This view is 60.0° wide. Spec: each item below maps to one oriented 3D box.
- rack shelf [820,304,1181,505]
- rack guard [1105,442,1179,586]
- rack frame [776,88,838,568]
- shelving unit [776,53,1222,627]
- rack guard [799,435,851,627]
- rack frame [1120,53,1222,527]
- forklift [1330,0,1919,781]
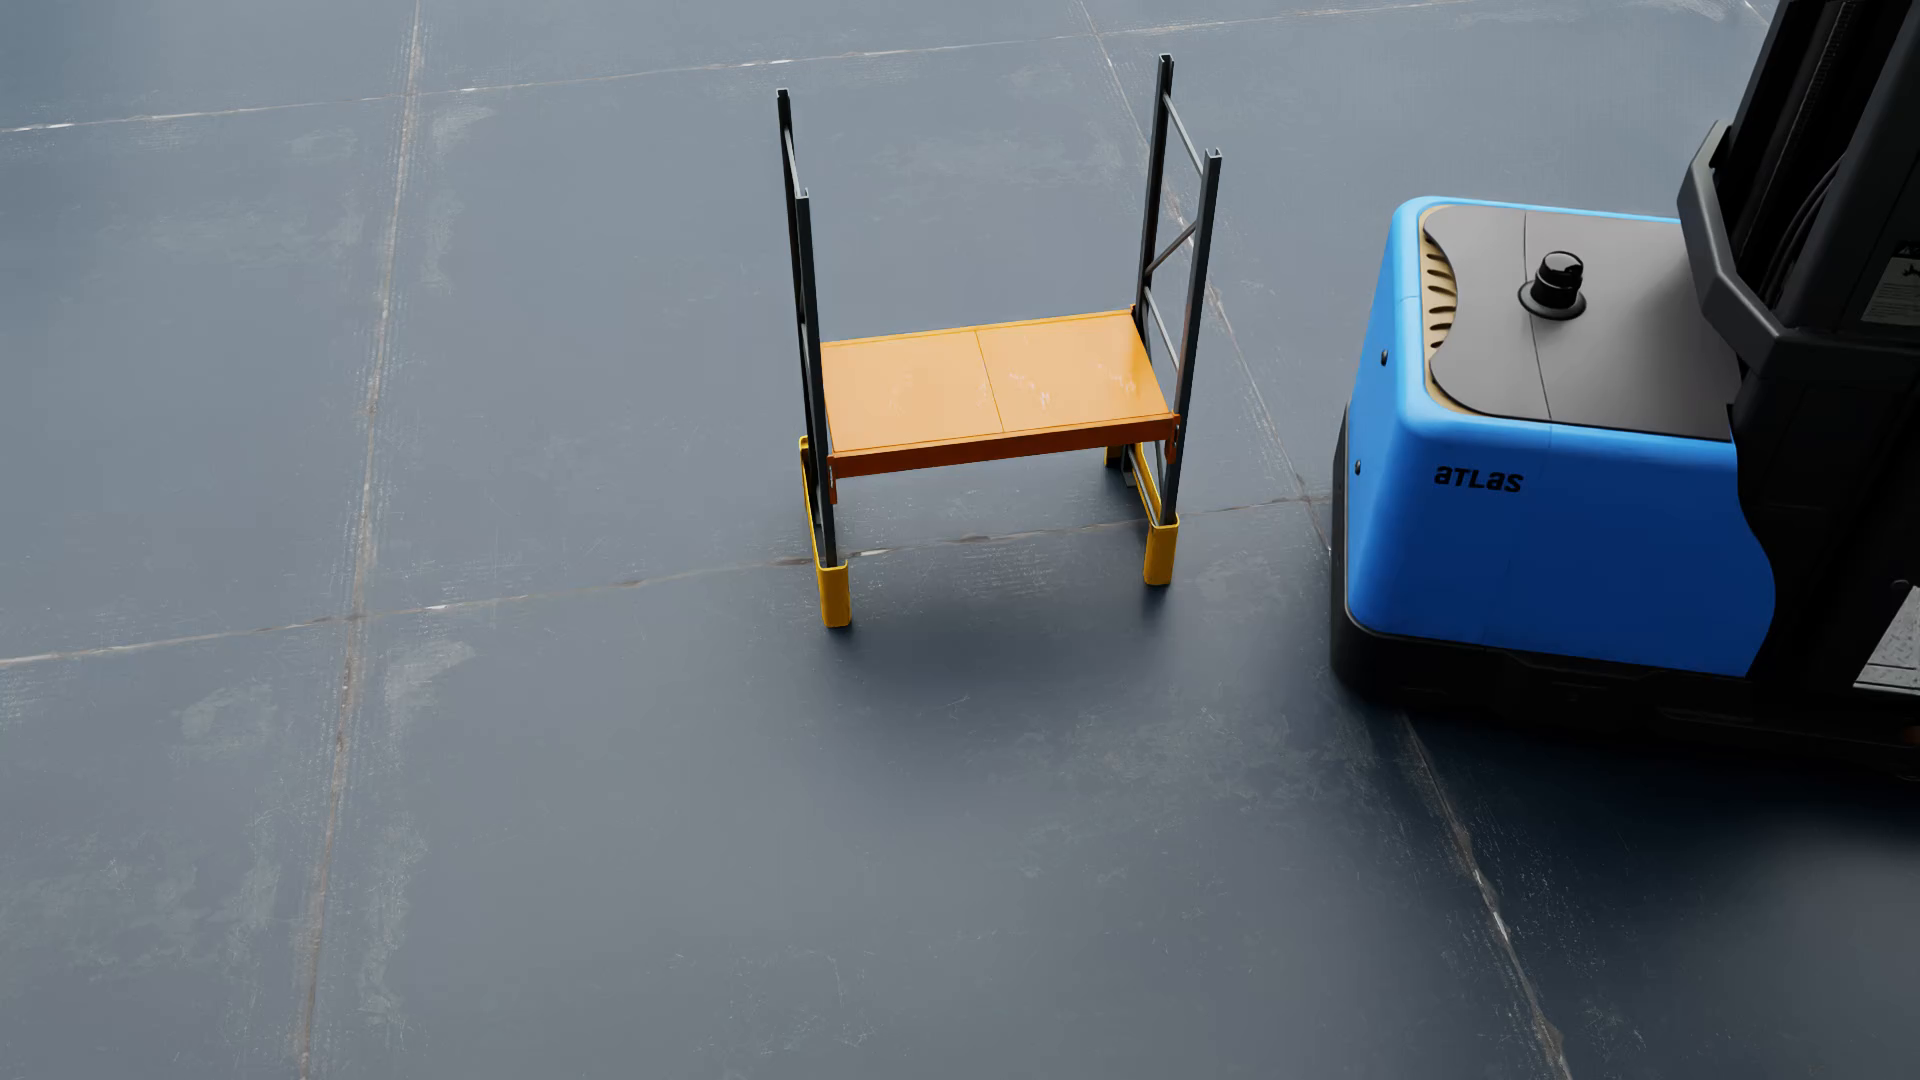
[{"bbox_3d":[0.084,-0.406,4.850,1.000,0.185,0.538,-7,46,-7],"label":"rack shelf"},{"bbox_3d":[0.566,-0.157,5.228,0.087,0.250,0.587,-7,46,-7],"label":"rack guard"},{"bbox_3d":[-0.417,-0.468,4.660,0.032,1.500,0.500,-7,46,-7],"label":"rack frame"},{"bbox_3d":[0.075,-0.530,4.719,1.083,1.500,0.587,-7,46,-7],"label":"shelving unit"},{"bbox_3d":[-0.416,-0.035,5.110,0.087,0.250,0.587,-7,46,-7],"label":"rack guard"},{"bbox_3d":[0.585,-0.593,4.780,0.032,1.500,0.500,-7,46,-7],"label":"rack frame"},{"bbox_3d":[2.636,-0.741,3.929,3.031,2.935,1.130,7,46,7],"label":"forklift"}]
